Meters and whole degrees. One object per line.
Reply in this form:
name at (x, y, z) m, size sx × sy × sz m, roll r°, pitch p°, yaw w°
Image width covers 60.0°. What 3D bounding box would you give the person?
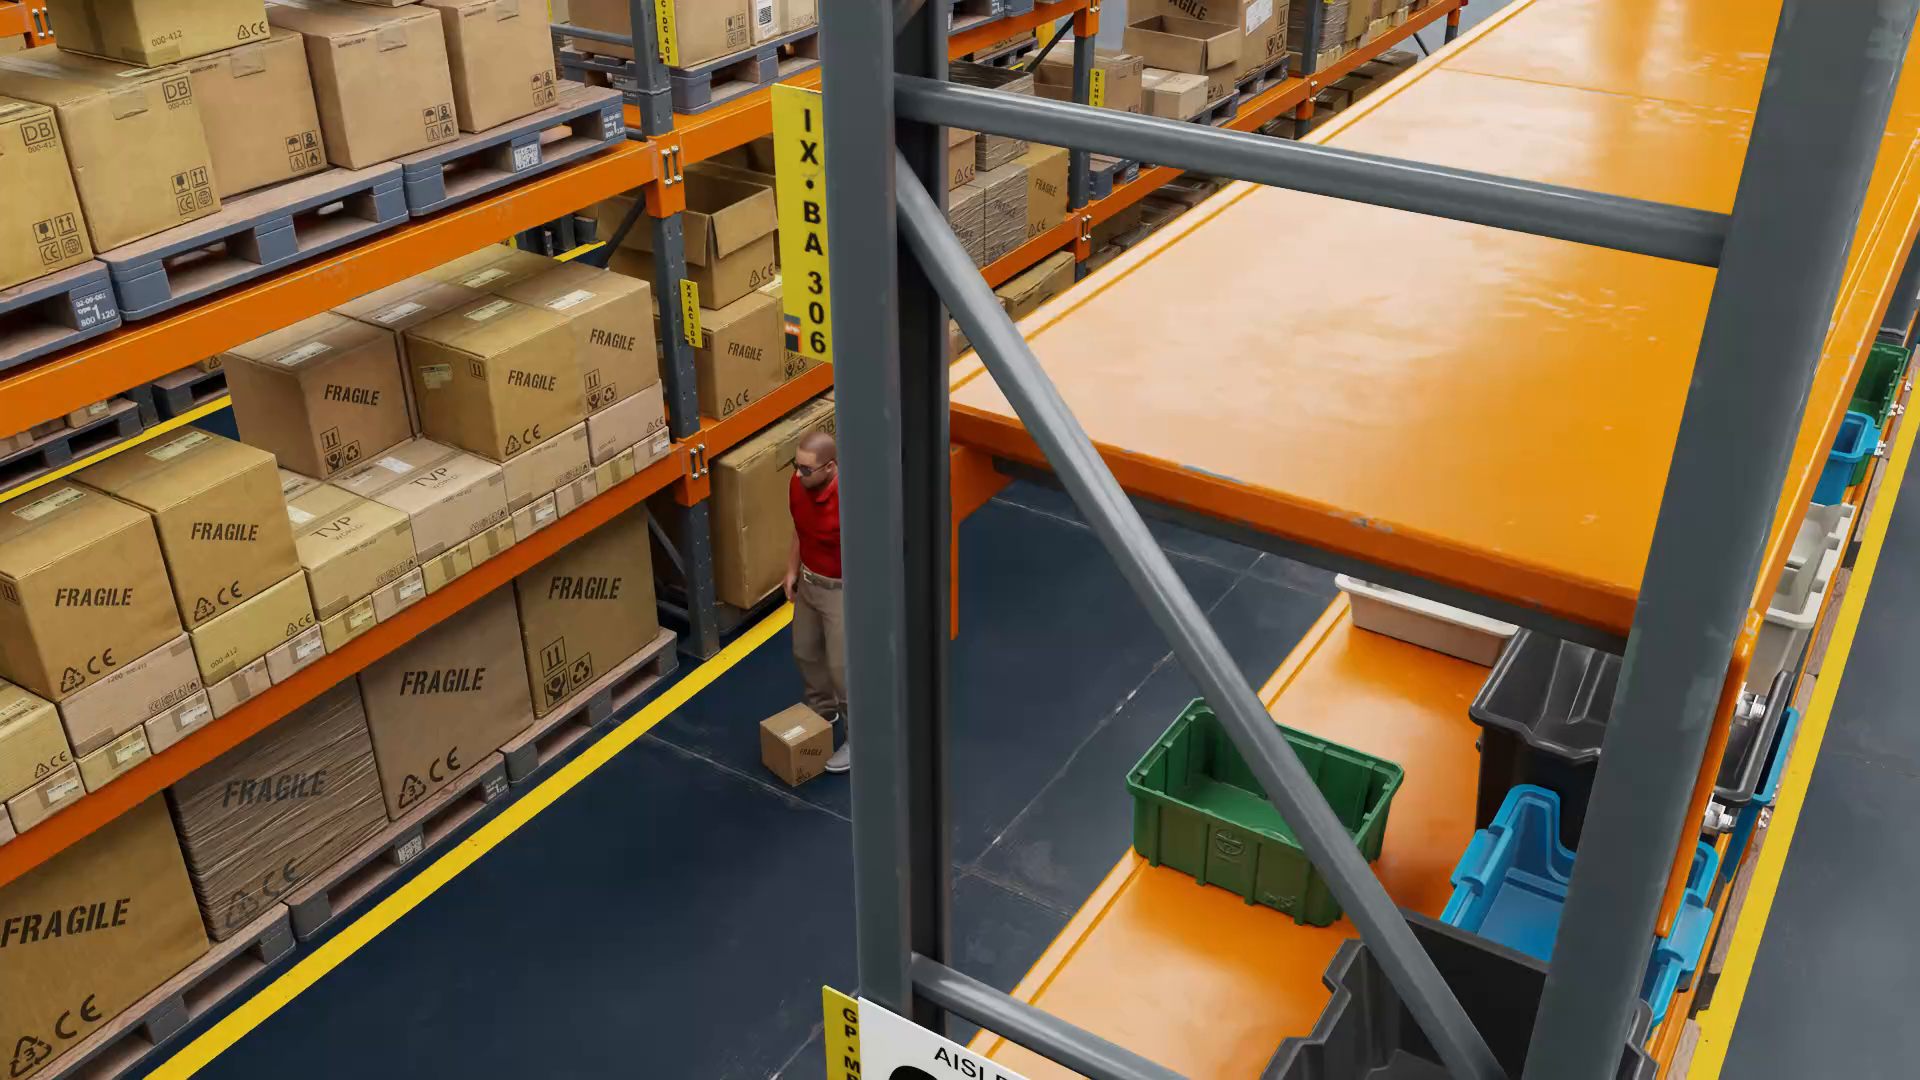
person at (-0.602, 0.255, 7.765) m, size 0.392 × 1.727 × 0.585 m, roll -24°, pitch 38°, yaw -35°
